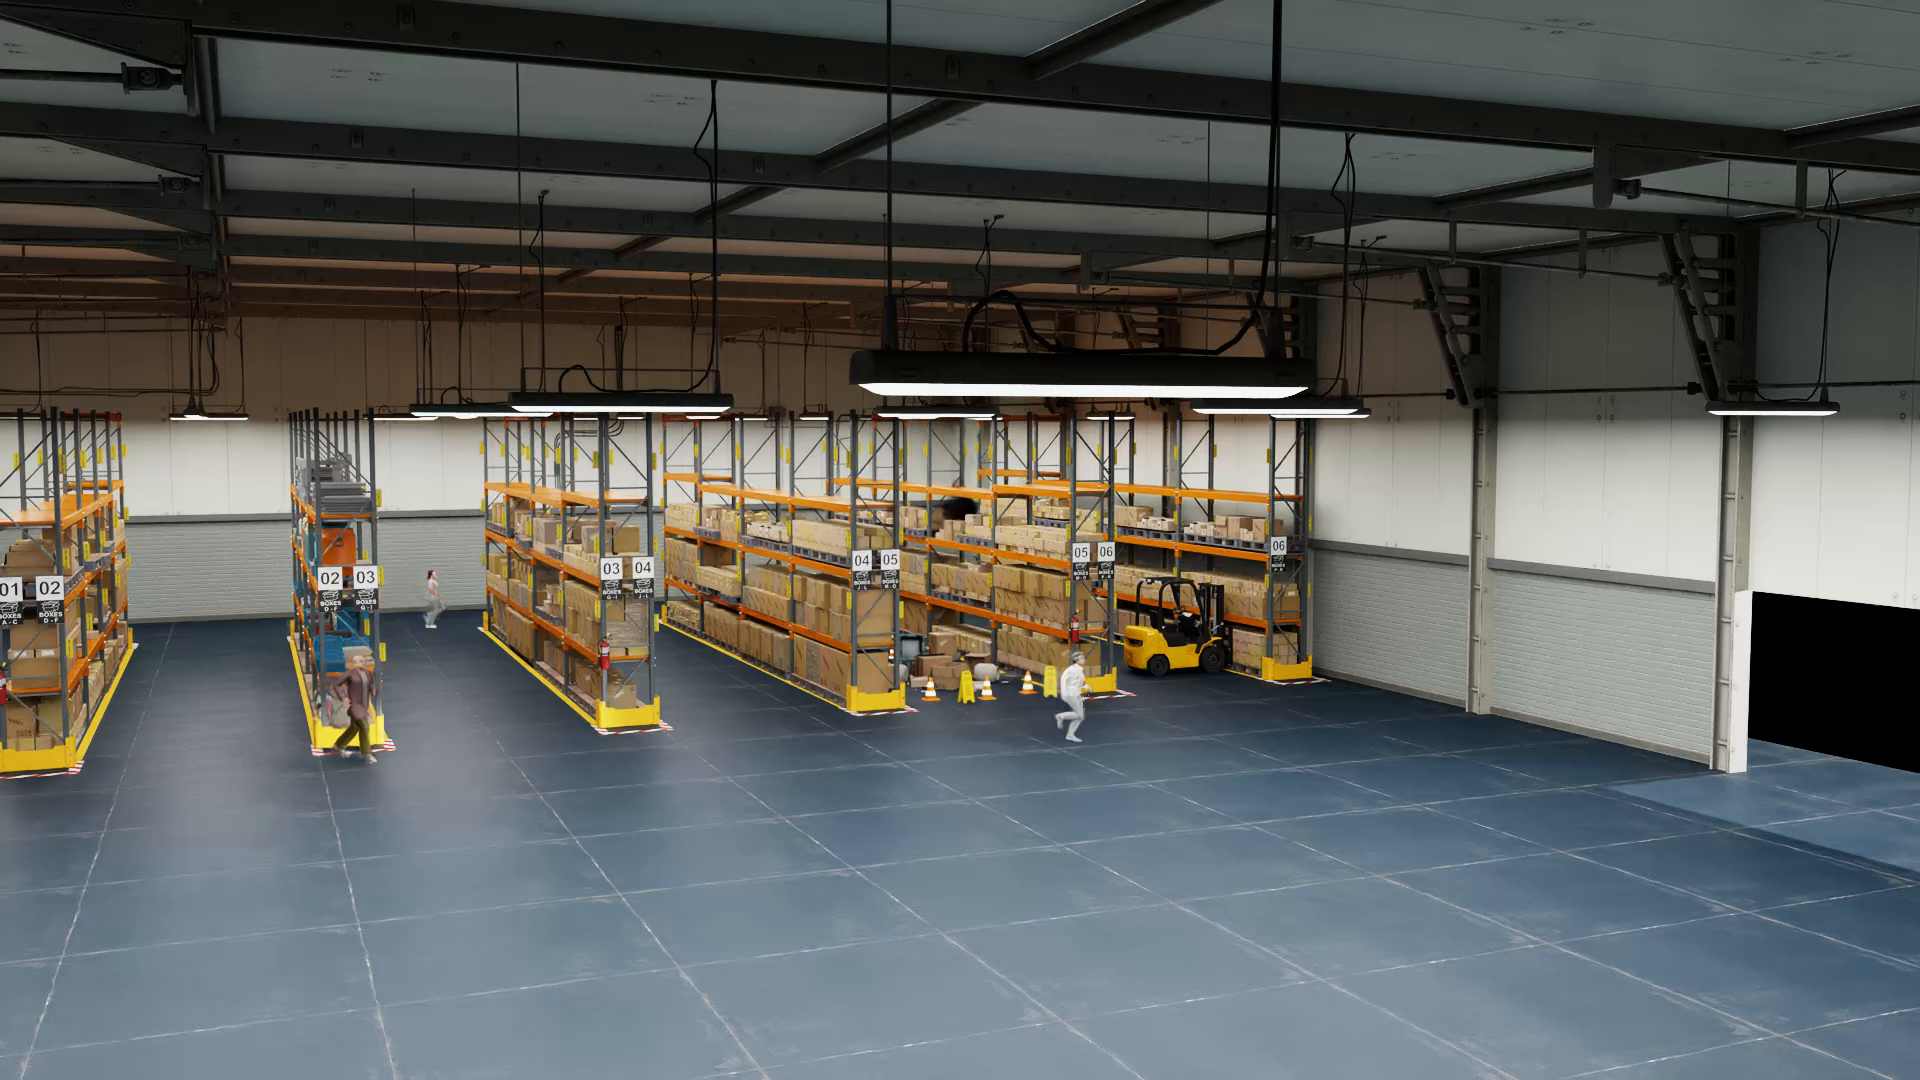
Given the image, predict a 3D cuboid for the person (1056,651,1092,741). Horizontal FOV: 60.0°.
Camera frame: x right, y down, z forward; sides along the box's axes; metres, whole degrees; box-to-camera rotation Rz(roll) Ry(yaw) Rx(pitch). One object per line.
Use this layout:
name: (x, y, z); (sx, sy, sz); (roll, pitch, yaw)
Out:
person: (2.058, 2.817, 30.030); (0.640, 1.649, 0.653); (2, 4, 24)

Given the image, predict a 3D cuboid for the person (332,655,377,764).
person: (-10.221, 2.843, 28.195); (0.964, 1.809, 0.706); (1, 4, 16)

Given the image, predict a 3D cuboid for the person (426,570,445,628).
person: (-14.740, 1.644, 46.659); (0.520, 1.629, 0.577); (-1, 4, -9)
